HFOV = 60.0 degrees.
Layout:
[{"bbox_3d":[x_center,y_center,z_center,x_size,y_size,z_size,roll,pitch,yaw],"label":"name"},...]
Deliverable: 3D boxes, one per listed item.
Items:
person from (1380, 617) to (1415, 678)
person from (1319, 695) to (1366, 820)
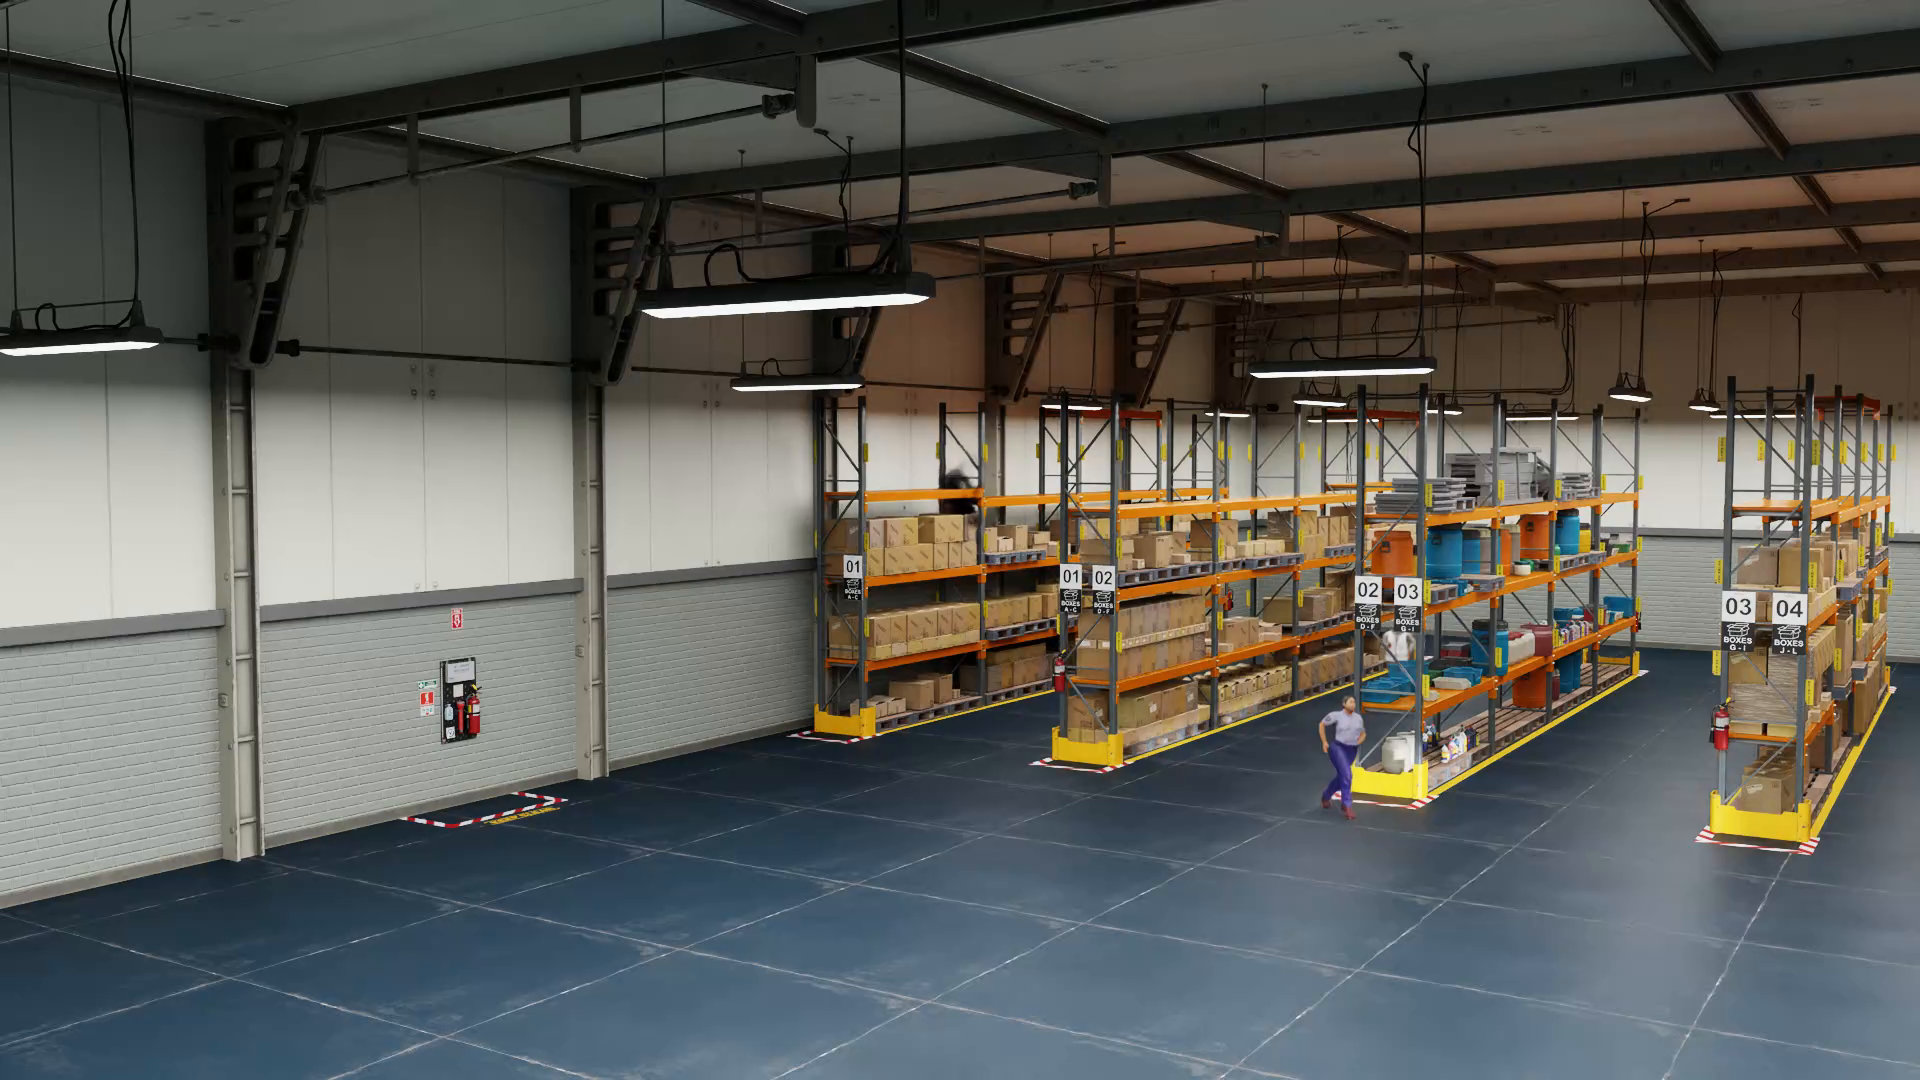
[{"bbox_3d":[8.550,2.389,32.573,0.646,1.809,0.804,1,3,23],"label":"person"},{"bbox_3d":[5.367,2.983,23.054,0.599,1.629,0.815,-1,3,-24],"label":"person"}]
